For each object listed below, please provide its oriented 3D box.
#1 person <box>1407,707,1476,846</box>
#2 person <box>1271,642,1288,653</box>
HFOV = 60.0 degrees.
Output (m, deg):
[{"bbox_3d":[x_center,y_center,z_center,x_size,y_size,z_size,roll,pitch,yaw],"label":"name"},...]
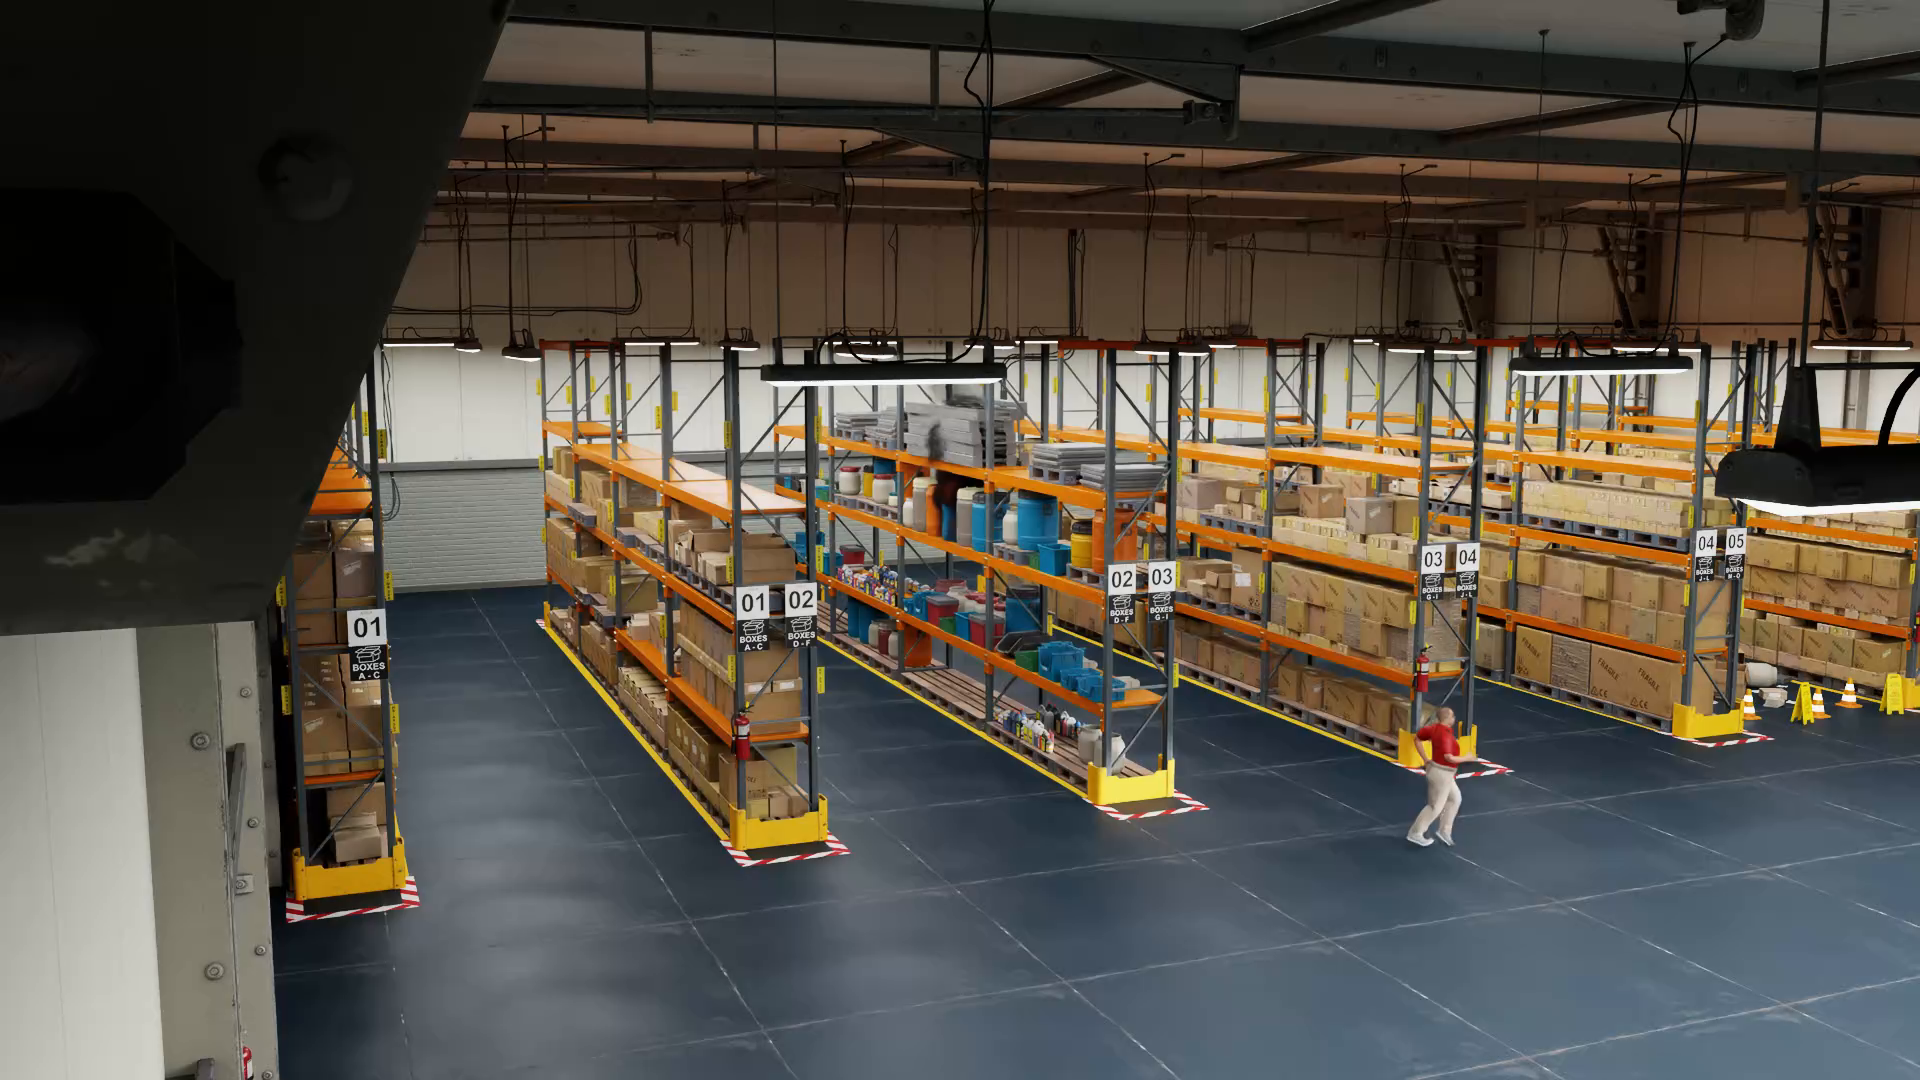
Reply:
[{"bbox_3d":[5.808,2.903,20.071,0.783,1.791,0.640,0,7,4],"label":"person"},{"bbox_3d":[6.155,1.469,31.474,0.565,1.619,0.705,-4,8,-27],"label":"person"}]
